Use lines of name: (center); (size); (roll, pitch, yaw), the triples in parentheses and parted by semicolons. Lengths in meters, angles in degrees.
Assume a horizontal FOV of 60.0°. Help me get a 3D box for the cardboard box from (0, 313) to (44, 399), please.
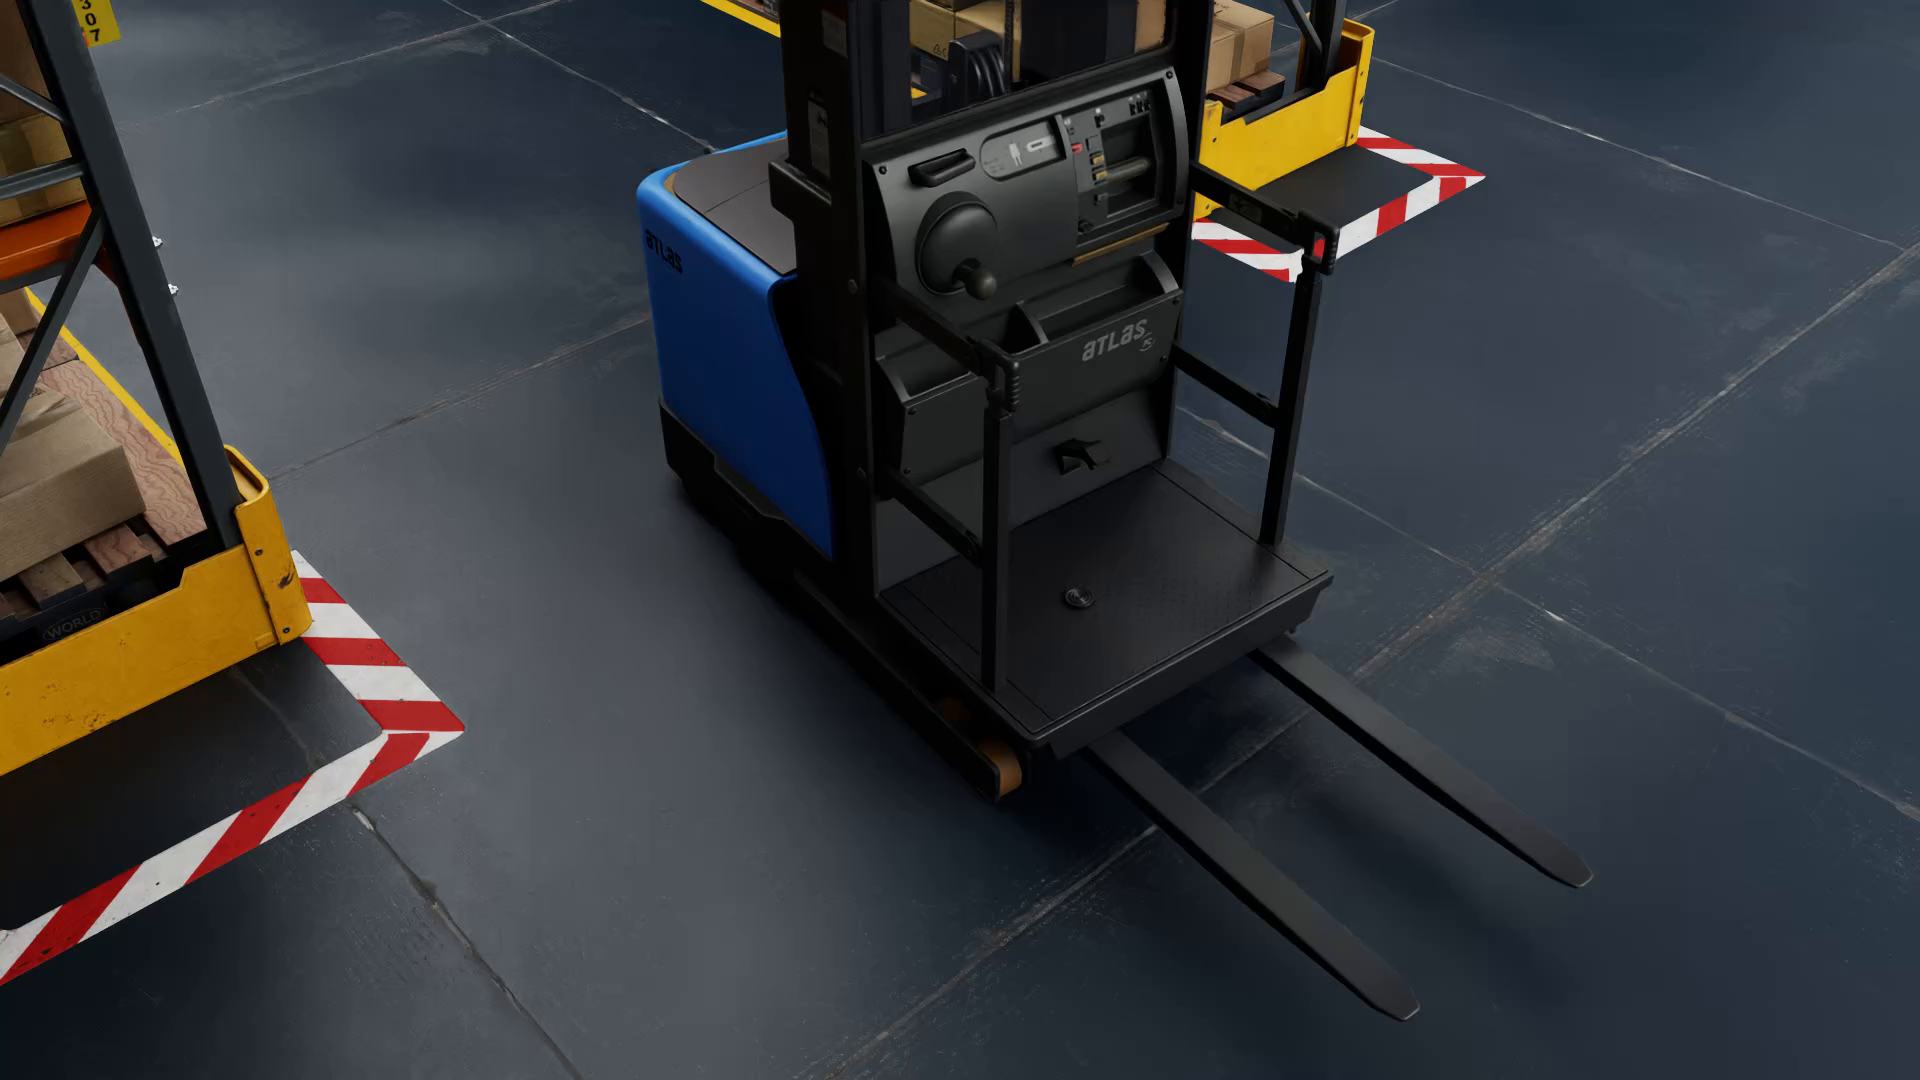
cardboard box: (-3.181, -0.456, 5.217); (0.500, 0.311, 0.500); (-26, 46, -28)

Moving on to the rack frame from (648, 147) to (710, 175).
rack frame: (-0.870, -0.856, 5.596); (0.240, 0.900, 0.006); (-31, 43, -33)

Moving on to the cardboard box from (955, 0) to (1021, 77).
cardboard box: (0.325, -2.258, 7.513); (0.500, 0.250, 0.500); (-30, 48, -32)

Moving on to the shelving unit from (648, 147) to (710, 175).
shelving unit: (-0.800, -0.819, 5.533); (0.258, 0.900, 0.210); (-31, 43, -33)

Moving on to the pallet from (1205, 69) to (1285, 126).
pallet: (0.704, -2.067, 7.641); (1.003, 0.211, 1.213); (-30, 48, -32)

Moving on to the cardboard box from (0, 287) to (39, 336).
cardboard box: (-3.641, -0.890, 5.604); (0.500, 0.500, 0.700); (31, 48, 33)

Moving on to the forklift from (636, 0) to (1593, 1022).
forklift: (0.320, -0.810, 3.920); (1.130, 2.935, 3.031); (-25, 45, -28)

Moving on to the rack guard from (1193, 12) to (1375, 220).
rack guard: (1.269, -1.832, 7.120); (1.175, 0.500, 0.348); (-30, 48, -32)

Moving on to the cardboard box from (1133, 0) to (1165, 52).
cardboard box: (0.670, -2.323, 6.996); (0.500, 0.500, 0.500); (-30, 48, -32)

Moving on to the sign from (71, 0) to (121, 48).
sign: (-1.995, -1.276, 3.754); (0.100, 0.325, 0.005); (-30, 48, -32)

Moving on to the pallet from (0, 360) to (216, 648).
pallet: (-2.969, -0.050, 5.144); (1.003, 0.211, 1.213); (-30, 48, -32)

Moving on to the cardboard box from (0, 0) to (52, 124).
cardboard box: (-2.496, -1.298, 3.977); (0.500, 0.500, 0.500); (-30, 48, -32)

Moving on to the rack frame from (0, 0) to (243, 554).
rack frame: (-2.394, -0.709, 3.740); (1.000, 3.000, 0.127); (-30, 48, -32)

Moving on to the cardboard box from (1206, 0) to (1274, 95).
cardboard box: (1.053, -2.252, 7.505); (0.500, 0.250, 0.500); (-30, 48, -32)

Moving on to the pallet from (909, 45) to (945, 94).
pallet: (-0.117, -2.631, 8.340); (1.003, 0.211, 1.213); (-30, 48, -32)

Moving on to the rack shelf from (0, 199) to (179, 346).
rack shelf: (-3.747, -1.354, 5.112); (1.077, 0.370, 4.000); (-30, 48, -32)

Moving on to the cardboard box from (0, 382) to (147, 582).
cardboard box: (-2.796, -0.192, 4.890); (0.500, 0.311, 0.500); (29, 47, 31)

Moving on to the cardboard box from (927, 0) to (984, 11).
cardboard box: (-0.017, -2.779, 7.561); (0.500, 0.500, 0.500); (-30, 48, -32)

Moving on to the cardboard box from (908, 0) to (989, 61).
cardboard box: (-0.015, -2.489, 7.798); (0.500, 0.250, 0.500); (-30, 48, -32)

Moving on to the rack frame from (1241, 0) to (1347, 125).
rack frame: (1.252, -2.815, 6.349); (1.000, 3.000, 0.127); (-30, 48, -32)

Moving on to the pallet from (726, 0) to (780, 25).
pallet: (-0.946, -3.196, 9.039); (1.003, 0.211, 1.213); (-30, 48, -32)

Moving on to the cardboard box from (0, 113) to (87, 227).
cardboard box: (-2.490, -1.019, 4.228); (0.500, 0.250, 0.500); (-31, 48, -33)

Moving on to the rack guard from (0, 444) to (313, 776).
rack guard: (-2.445, 0.229, 4.569); (1.175, 0.500, 0.348); (-30, 48, -32)

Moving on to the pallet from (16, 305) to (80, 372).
pallet: (-3.790, -0.614, 5.843); (1.003, 0.211, 1.213); (-30, 48, -32)
